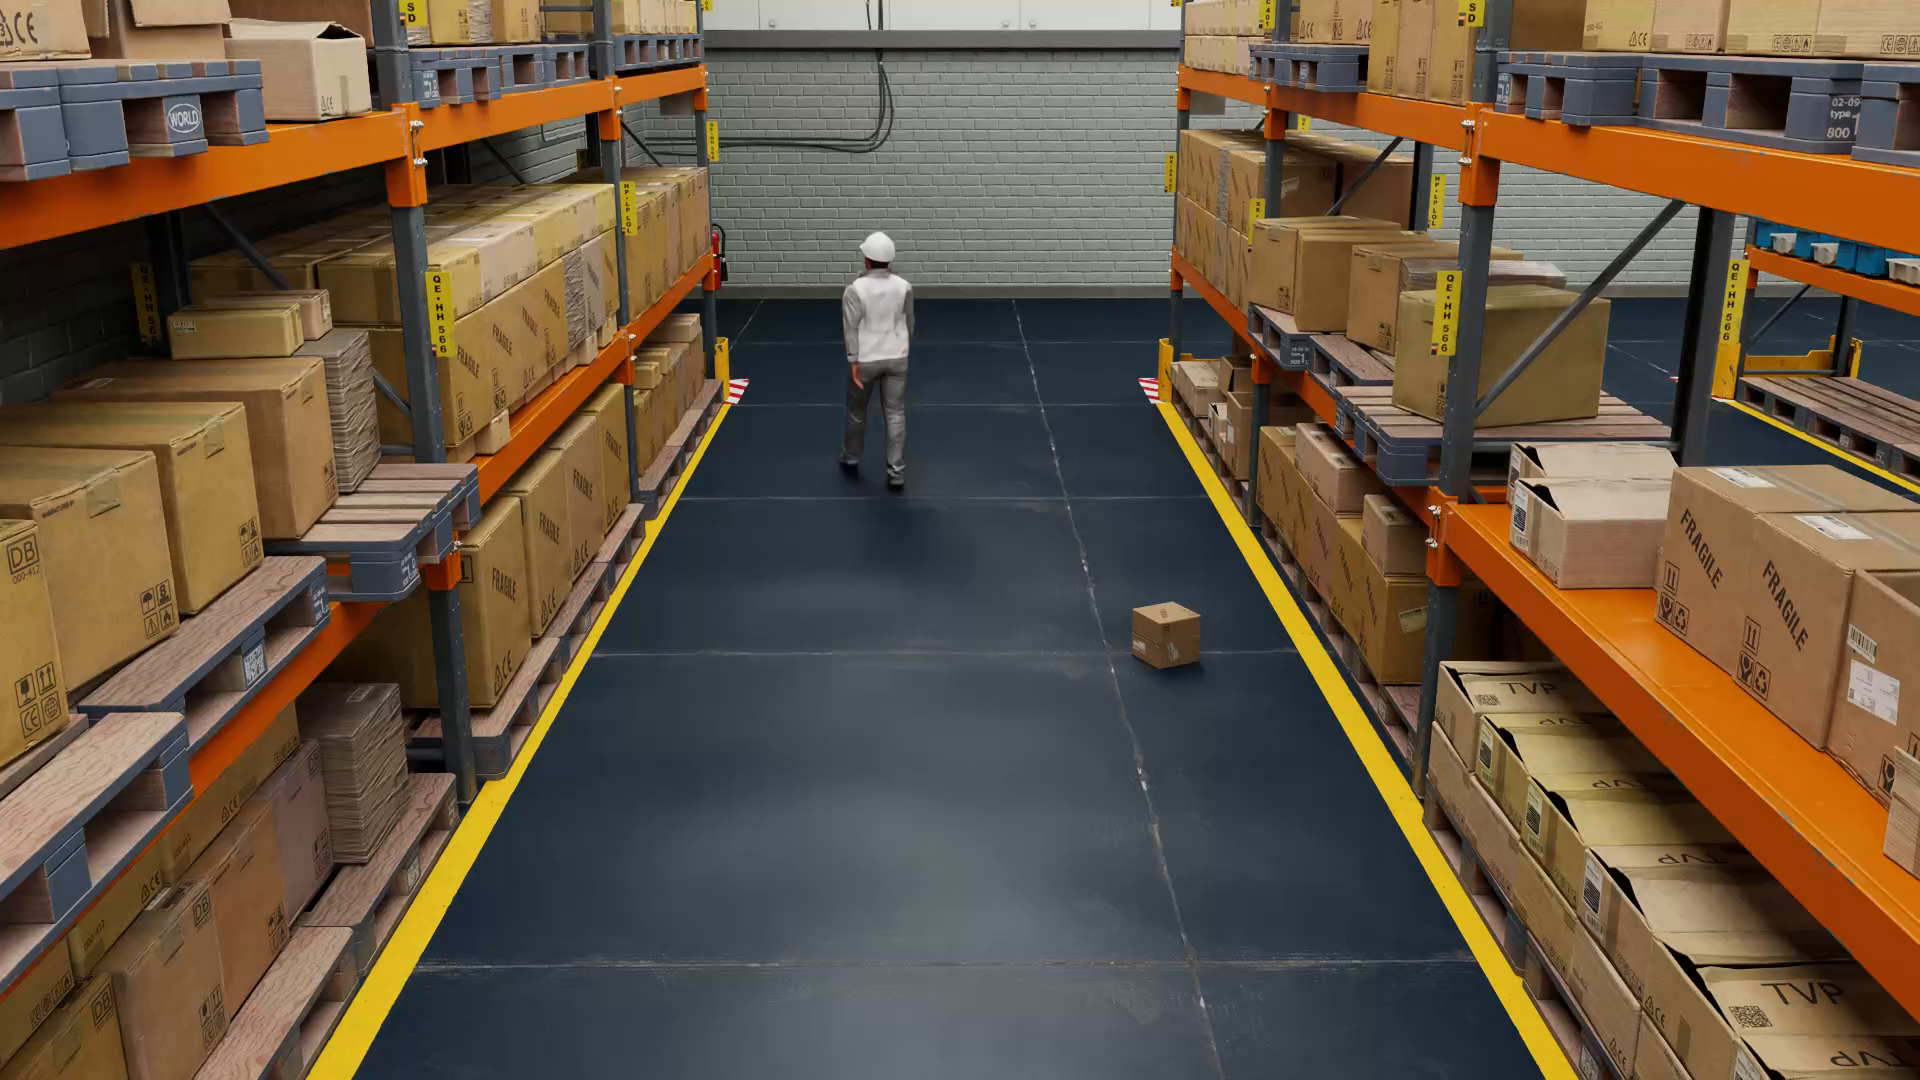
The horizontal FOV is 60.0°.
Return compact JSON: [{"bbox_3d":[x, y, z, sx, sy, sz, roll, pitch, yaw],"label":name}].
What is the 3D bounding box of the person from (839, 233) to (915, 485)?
[{"bbox_3d":[-0.598,-1.319,11.763,0.543,1.728,0.943,-5,18,-15],"label":"person"}]
